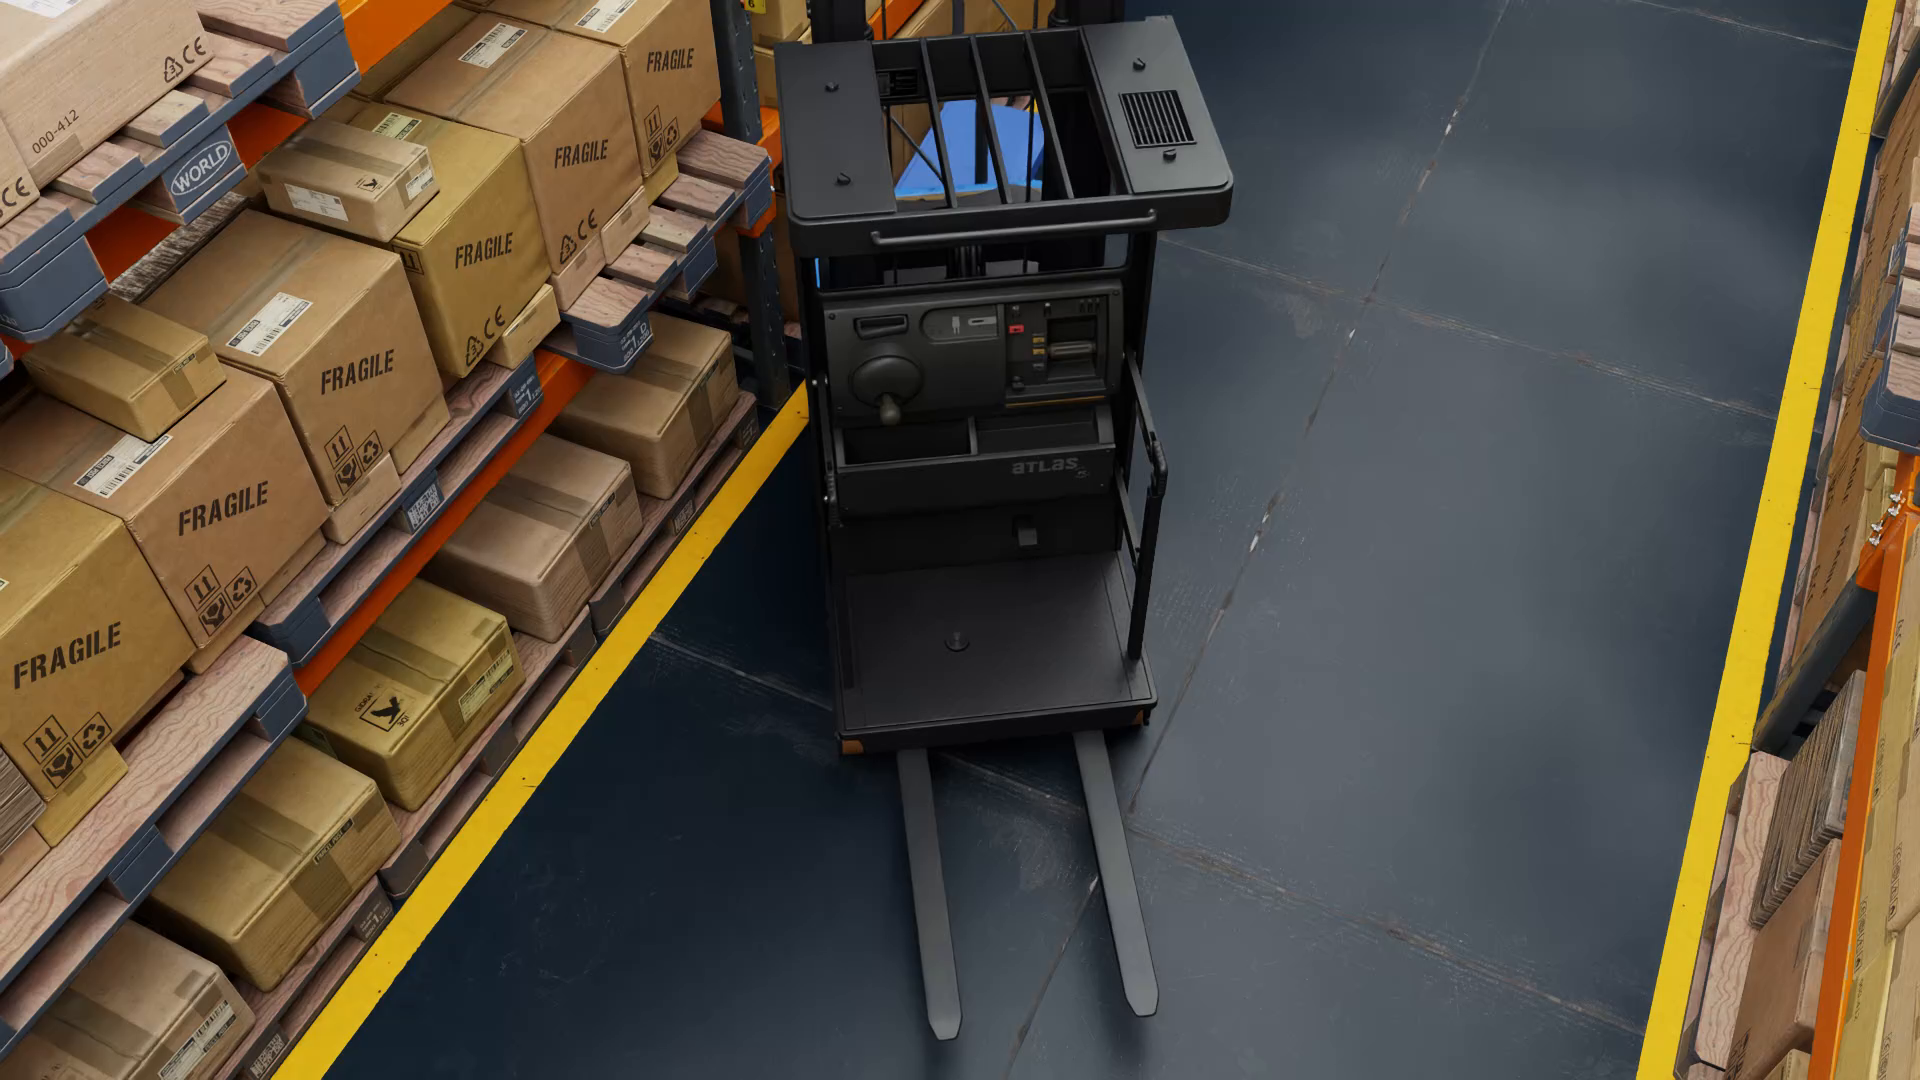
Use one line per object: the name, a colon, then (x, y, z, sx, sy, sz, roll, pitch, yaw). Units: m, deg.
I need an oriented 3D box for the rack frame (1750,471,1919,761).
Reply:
rack frame: (3.294, -0.101, 4.682, 1.000, 3.000, 0.127, 20, 52, 16)

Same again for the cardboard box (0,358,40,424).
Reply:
cardboard box: (-2.478, -0.312, 4.325, 0.500, 0.500, 0.500, 21, 53, 17)

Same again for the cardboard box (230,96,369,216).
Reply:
cardboard box: (-2.034, -1.015, 4.923, 0.500, 0.500, 0.500, 21, 53, 17)

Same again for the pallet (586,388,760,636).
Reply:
pallet: (-1.531, -0.273, 6.658, 1.003, 0.211, 1.213, 20, 52, 16)

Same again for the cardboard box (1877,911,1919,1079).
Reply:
cardboard box: (2.233, 1.070, 3.455, 0.500, 0.250, 0.500, 20, 53, 17)

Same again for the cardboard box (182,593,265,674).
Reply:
cardboard box: (-2.068, 0.156, 4.352, 0.380, 0.149, 0.250, 21, 53, 17)

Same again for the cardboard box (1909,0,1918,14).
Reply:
cardboard box: (5.128, -2.831, 8.524, 0.396, 0.266, 0.258, 22, 53, 17)

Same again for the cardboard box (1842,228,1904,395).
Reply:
cardboard box: (3.930, -0.855, 6.688, 0.500, 0.500, 0.500, 18, 52, 15)

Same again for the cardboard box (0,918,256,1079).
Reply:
cardboard box: (-2.683, 1.394, 4.859, 0.950, 0.372, 0.625, 20, 53, 17)

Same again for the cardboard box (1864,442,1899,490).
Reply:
cardboard box: (3.364, -0.258, 5.755, 0.380, 0.149, 0.250, 17, 52, 14)

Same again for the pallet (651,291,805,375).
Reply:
pallet: (-0.791, -1.329, 7.557, 1.003, 0.211, 1.213, 20, 52, 16)

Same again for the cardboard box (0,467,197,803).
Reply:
cardboard box: (-2.231, 0.201, 3.888, 0.500, 0.500, 0.500, 20, 52, 16)

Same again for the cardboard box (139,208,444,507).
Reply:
cardboard box: (-1.798, -0.492, 4.478, 0.500, 0.500, 0.500, 18, 52, 15)

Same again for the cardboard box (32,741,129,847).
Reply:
cardboard box: (-2.268, 0.539, 4.026, 0.380, 0.149, 0.250, 21, 53, 17)

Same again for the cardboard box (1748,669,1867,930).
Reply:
cardboard box: (3.015, 0.957, 5.065, 0.875, 0.625, 0.625, 21, 53, 17)

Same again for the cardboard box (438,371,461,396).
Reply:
cardboard box: (-1.680, -0.573, 4.972, 0.380, 0.149, 0.250, 20, 53, 16)

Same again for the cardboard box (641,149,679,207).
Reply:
cardboard box: (-1.172, -1.258, 5.555, 0.380, 0.149, 0.250, 21, 53, 17)

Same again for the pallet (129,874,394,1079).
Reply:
pallet: (-2.573, 1.408, 5.229, 1.003, 0.211, 1.213, 20, 52, 16)

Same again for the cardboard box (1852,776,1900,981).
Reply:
cardboard box: (2.450, 0.875, 3.949, 0.500, 0.250, 0.500, 18, 52, 15)

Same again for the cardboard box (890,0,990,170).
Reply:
cardboard box: (-0.441, -2.223, 7.606, 0.875, 0.875, 0.875, 20, 53, 17)

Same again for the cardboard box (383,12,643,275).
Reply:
cardboard box: (-1.349, -1.216, 5.093, 0.500, 0.500, 0.500, 19, 52, 16)

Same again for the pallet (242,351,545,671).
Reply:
pallet: (-2.004, -0.275, 4.956, 1.003, 0.211, 1.213, 20, 52, 16)

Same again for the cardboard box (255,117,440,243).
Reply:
cardboard box: (-1.639, -0.971, 4.459, 0.380, 0.149, 0.250, 18, 52, 14)

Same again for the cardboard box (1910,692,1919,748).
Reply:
cardboard box: (2.668, 0.356, 4.063, 0.500, 0.250, 0.500, 21, 53, 17)

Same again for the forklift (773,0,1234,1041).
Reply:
forklift: (0.077, -0.477, 5.047, 1.130, 2.935, 3.031, -5, 50, -5)

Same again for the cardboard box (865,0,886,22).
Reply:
cardboard box: (-0.556, -2.280, 6.634, 0.500, 0.250, 0.500, 18, 52, 15)

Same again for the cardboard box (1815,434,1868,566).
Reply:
cardboard box: (3.503, -0.130, 6.071, 0.500, 0.500, 0.500, 19, 52, 16)

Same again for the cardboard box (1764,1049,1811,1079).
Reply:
cardboard box: (2.456, 1.873, 4.285, 0.875, 0.625, 0.625, 18, 52, 15)

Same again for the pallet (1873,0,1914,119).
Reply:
pallet: (5.297, -2.425, 8.490, 1.003, 0.211, 1.213, 20, 52, 16)

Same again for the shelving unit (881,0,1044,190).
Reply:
shelving unit: (0.037, -1.648, 6.982, 0.538, 1.500, 1.048, 15, 51, 13)

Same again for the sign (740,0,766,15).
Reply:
sign: (-0.701, -1.893, 5.498, 0.100, 0.325, 0.005, 20, 52, 16)

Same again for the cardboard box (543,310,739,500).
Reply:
cardboard box: (-1.446, -0.613, 6.566, 0.950, 0.372, 0.625, 17, 52, 14)

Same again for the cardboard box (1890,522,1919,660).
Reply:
cardboard box: (2.883, 0.173, 4.547, 0.500, 0.250, 0.500, 20, 52, 16)

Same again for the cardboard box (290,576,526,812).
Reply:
cardboard box: (-2.083, 0.419, 5.689, 0.950, 0.372, 0.625, 21, 53, 17)

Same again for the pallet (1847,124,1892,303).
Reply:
pallet: (4.689, -1.380, 7.601, 1.003, 0.211, 1.213, 20, 52, 16)

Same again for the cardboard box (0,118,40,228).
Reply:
cardboard box: (-2.077, -0.640, 2.994, 0.500, 0.250, 0.500, 19, 52, 16)

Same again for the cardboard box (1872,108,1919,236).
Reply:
cardboard box: (4.374, -1.552, 7.282, 0.500, 0.500, 0.500, 19, 52, 16)

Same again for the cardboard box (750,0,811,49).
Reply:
cardboard box: (-0.756, -2.096, 6.149, 0.500, 0.250, 0.500, 19, 52, 16)

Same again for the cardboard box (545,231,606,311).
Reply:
cardboard box: (-1.354, -0.899, 5.250, 0.380, 0.149, 0.250, 18, 52, 14)

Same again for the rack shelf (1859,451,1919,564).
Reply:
rack shelf: (4.148, -1.245, 6.128, 1.077, 0.370, 4.000, 20, 52, 16)

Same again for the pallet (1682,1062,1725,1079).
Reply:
pallet: (2.384, 2.194, 4.560, 1.003, 0.211, 1.213, 20, 52, 16)

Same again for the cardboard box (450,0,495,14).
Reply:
cardboard box: (-1.597, -1.744, 5.543, 0.500, 0.500, 0.500, 18, 52, 15)

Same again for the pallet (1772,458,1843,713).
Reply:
pallet: (3.647, 0.301, 6.171, 1.003, 0.211, 1.213, 20, 52, 16)

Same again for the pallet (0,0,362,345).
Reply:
pallet: (-2.104, -0.976, 3.580, 1.213, 0.211, 1.003, 20, 52, 16)

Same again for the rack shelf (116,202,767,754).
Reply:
rack shelf: (-2.050, -0.103, 5.156, 1.077, 0.370, 4.000, 20, 52, 16)

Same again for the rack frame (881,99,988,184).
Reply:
rack frame: (-0.135, -1.283, 6.672, 0.500, 1.500, 0.032, 15, 51, 13)

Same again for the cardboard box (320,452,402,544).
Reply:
cardboard box: (-1.801, -0.180, 4.638, 0.380, 0.149, 0.250, 22, 53, 17)
